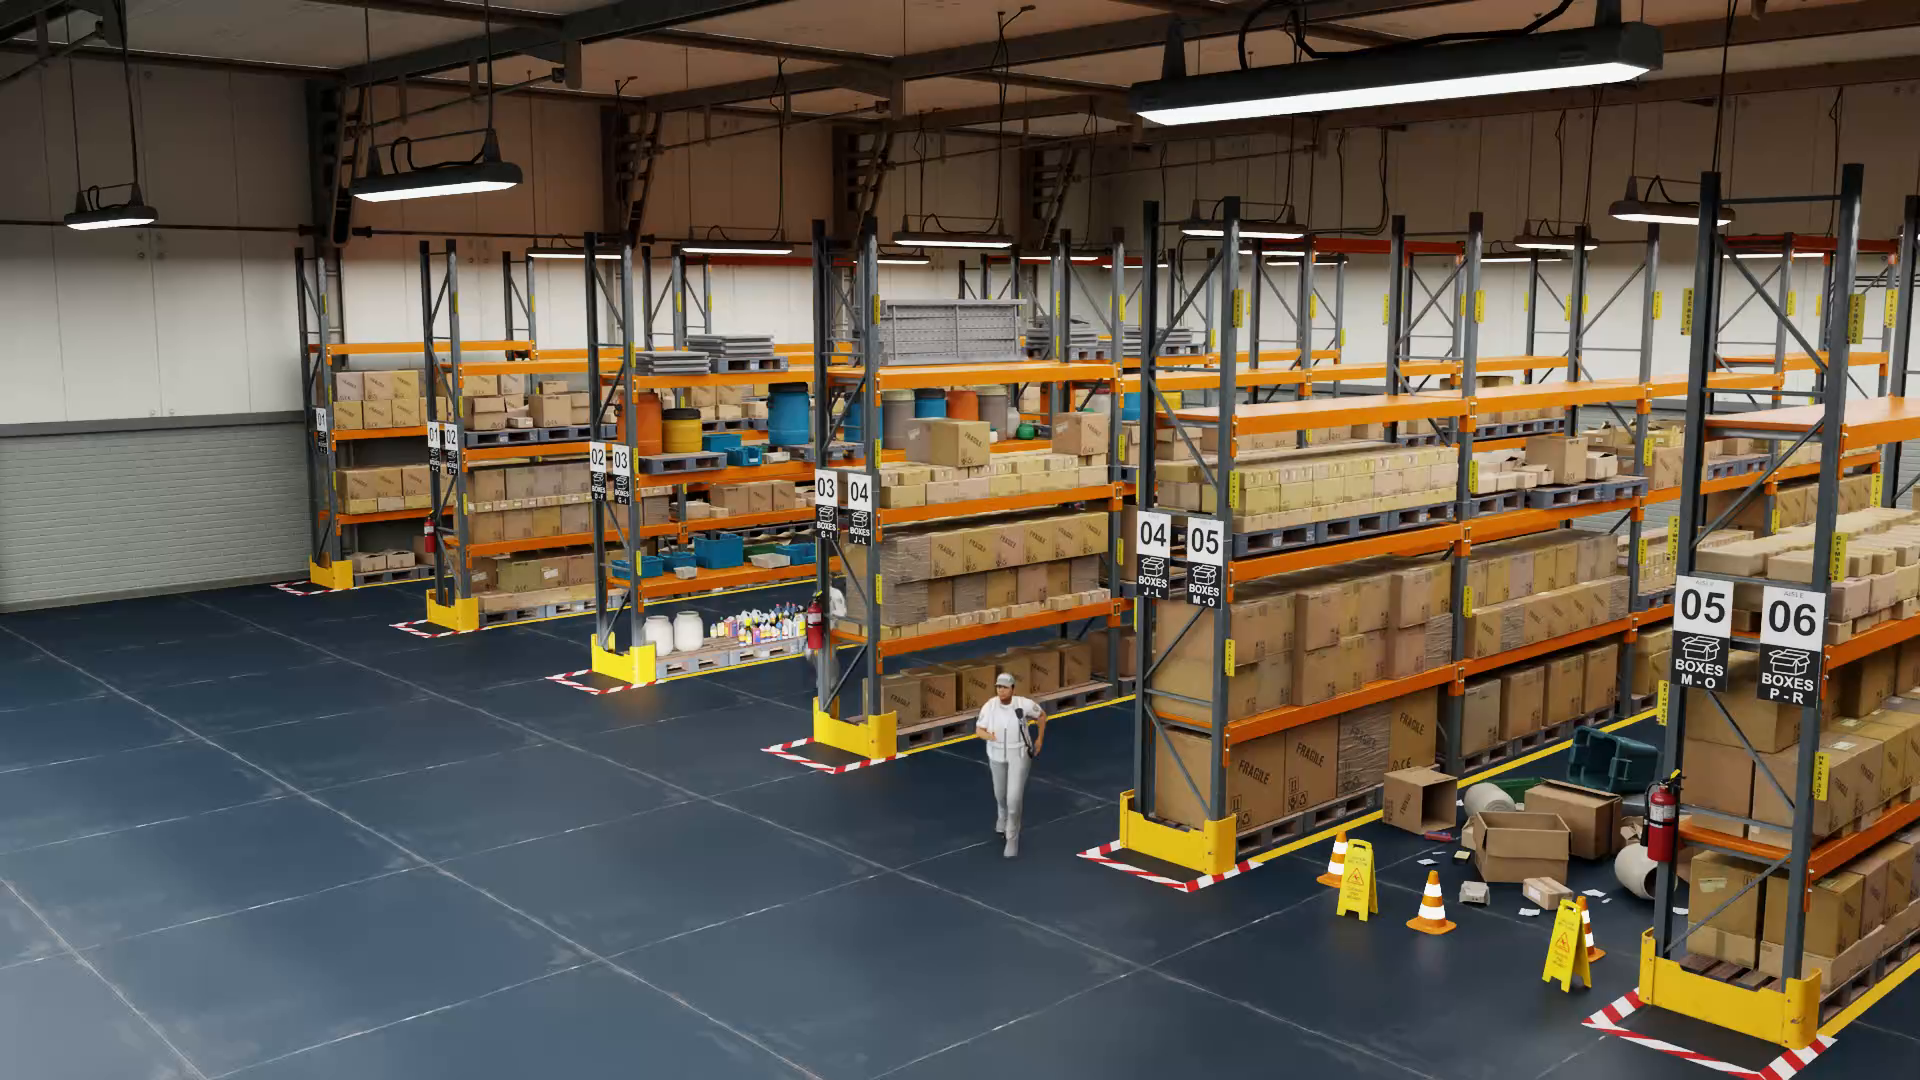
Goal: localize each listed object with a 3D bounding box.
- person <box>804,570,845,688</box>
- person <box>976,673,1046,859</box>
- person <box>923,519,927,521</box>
[{"bbox_3d":[-1.751,1.154,21.741,0.607,1.649,0.662,5,10,28],"label":"person"},{"bbox_3d":[0.478,2.078,15.658,0.611,1.706,0.878,2,9,16],"label":"person"},{"bbox_3d":[-0.426,-0.004,29.646,0.607,1.632,0.941,7,11,41],"label":"person"}]
